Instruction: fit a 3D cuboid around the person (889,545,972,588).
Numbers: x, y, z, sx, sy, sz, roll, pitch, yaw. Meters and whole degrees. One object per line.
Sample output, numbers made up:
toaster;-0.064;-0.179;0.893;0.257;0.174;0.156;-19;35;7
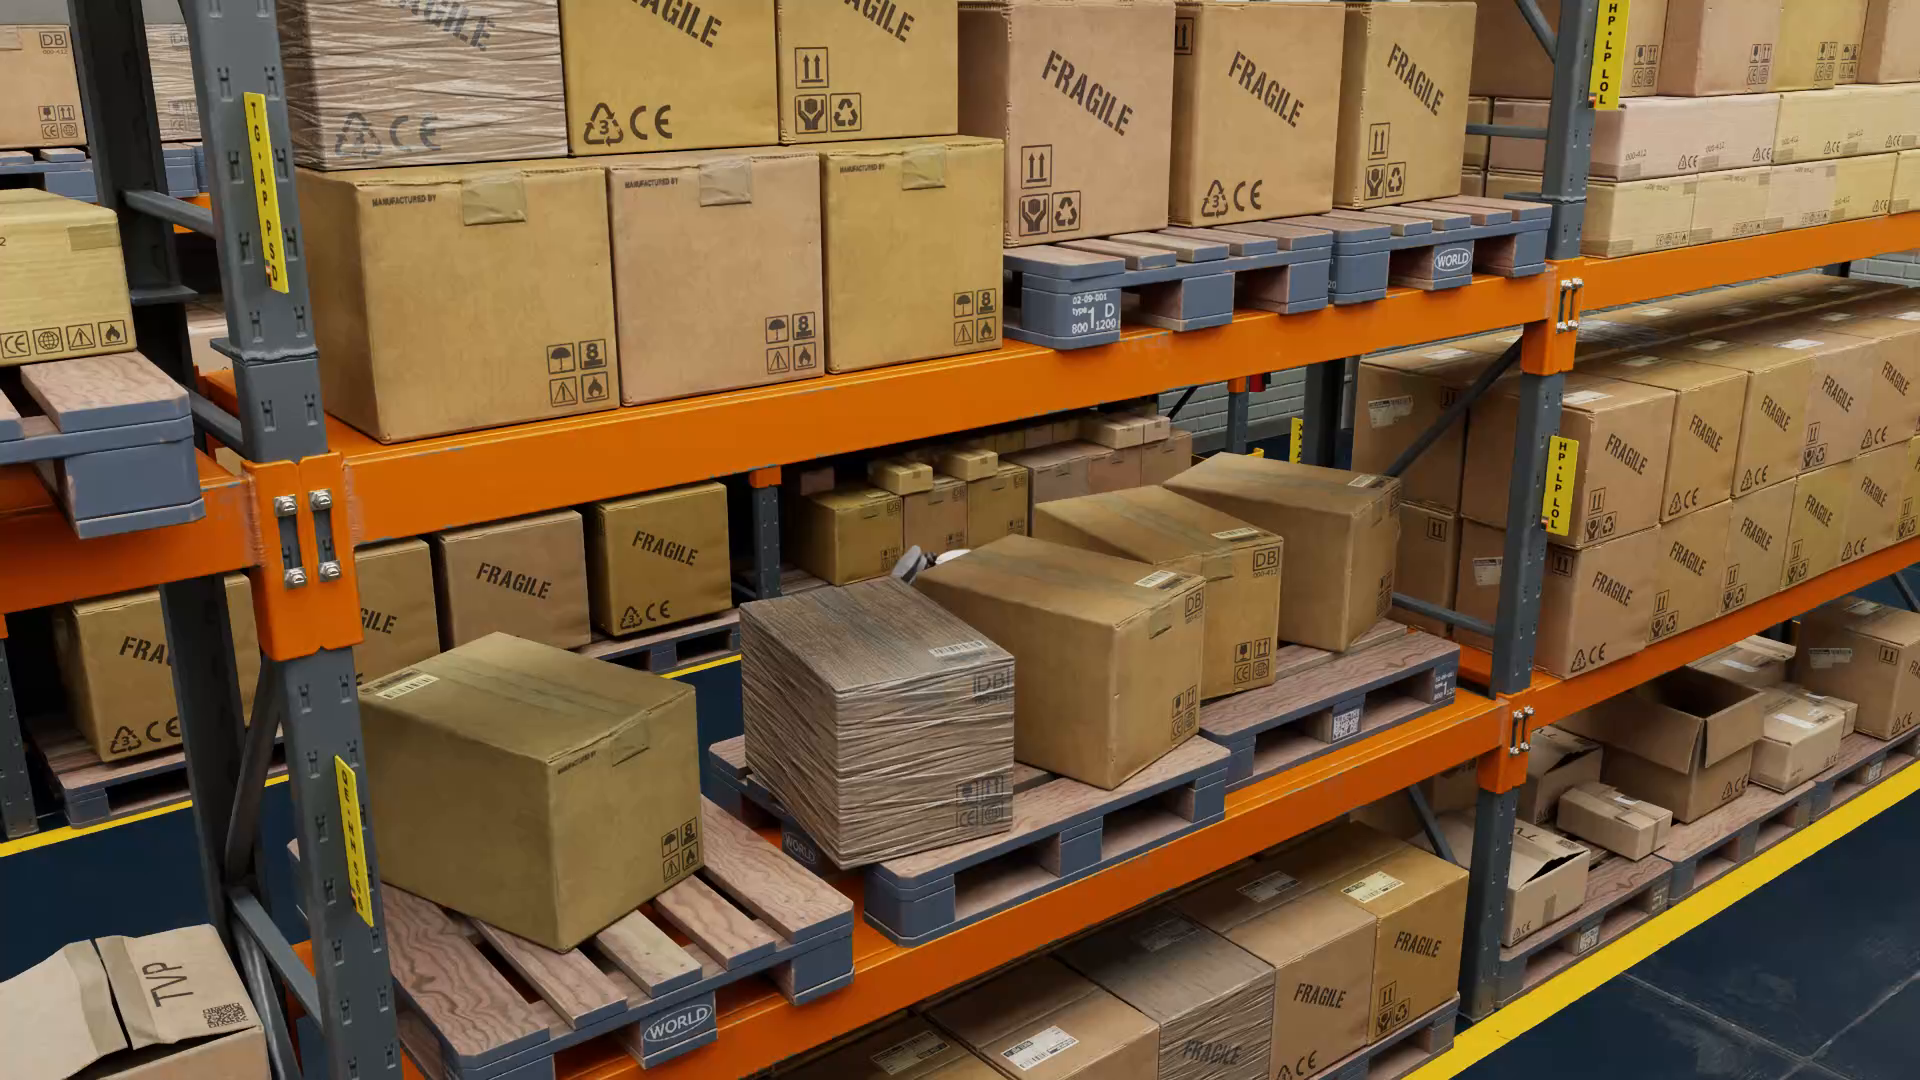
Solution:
person;0.043;0.413;9.347;0.899;0.845;0.477;-4;18;-13
